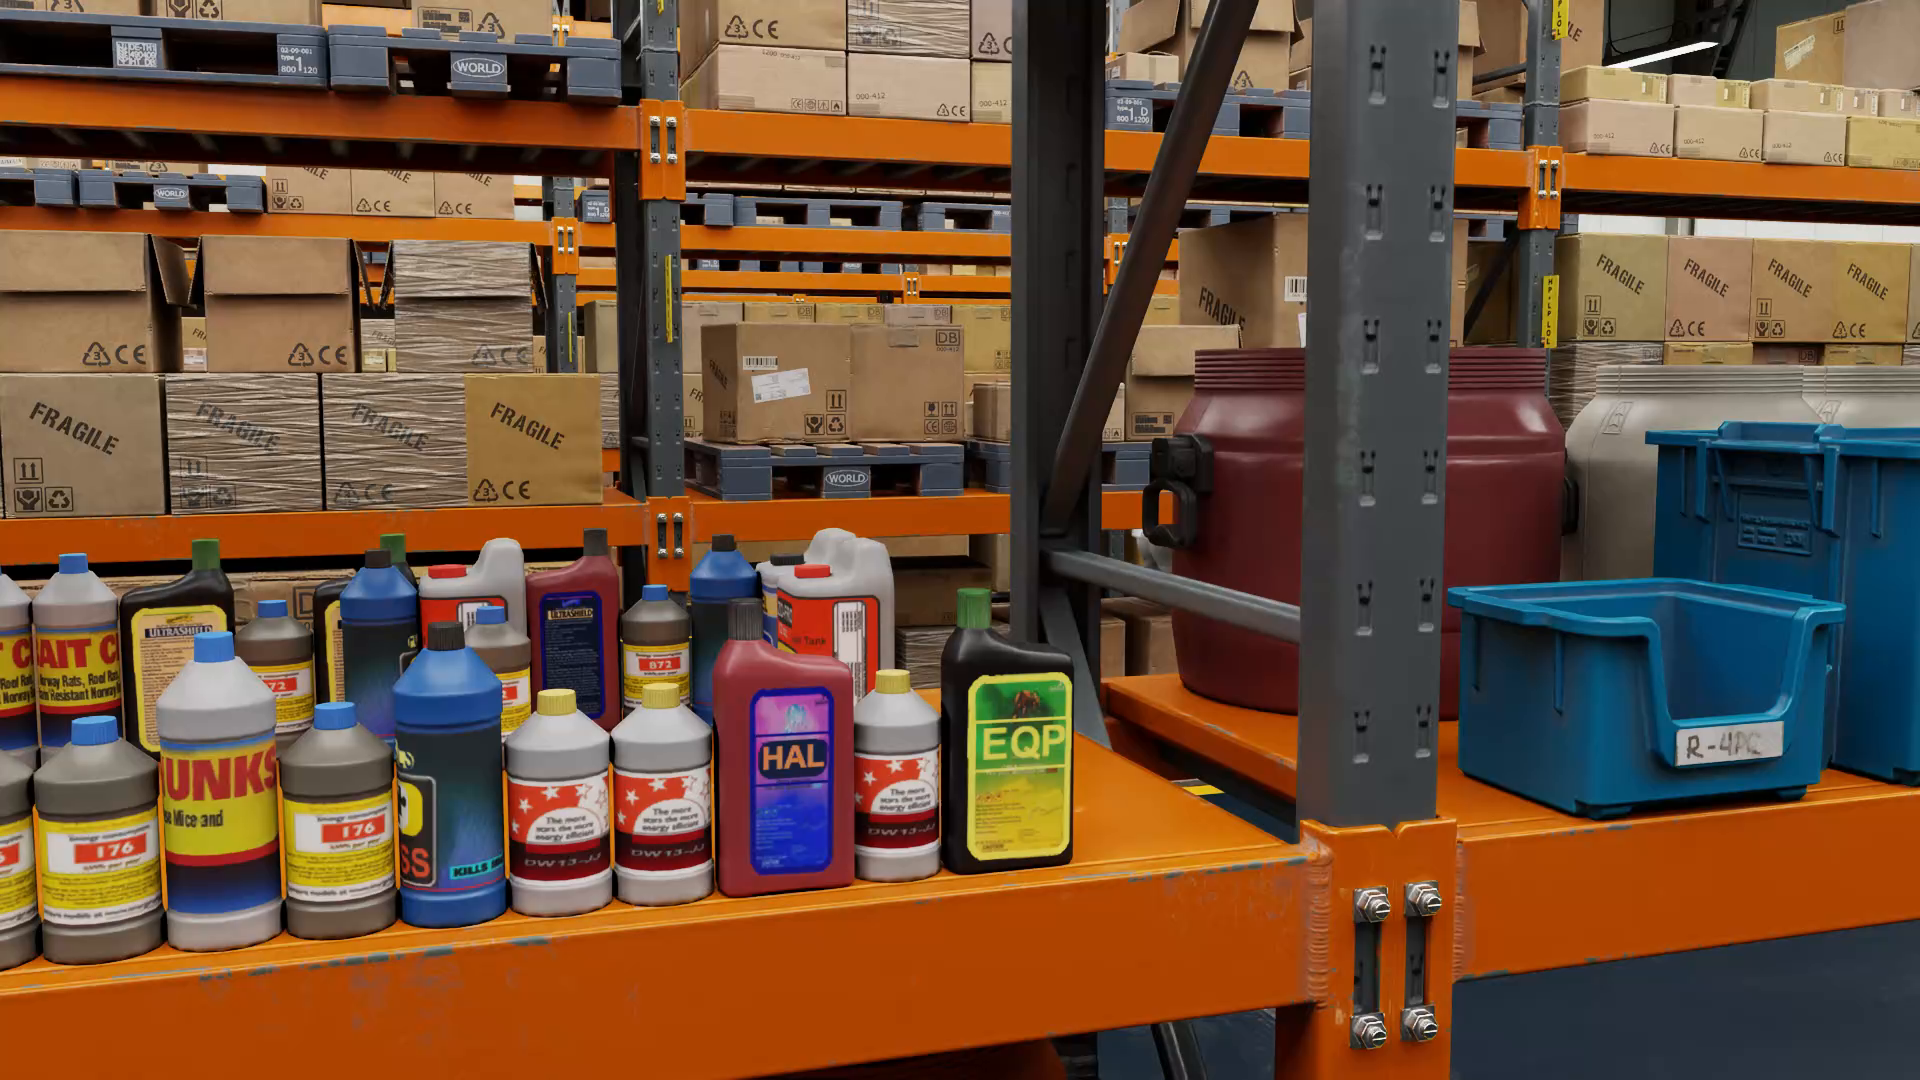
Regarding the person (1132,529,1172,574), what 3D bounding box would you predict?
[{"bbox_3d":[1.258,-0.025,9.429,0.536,1.770,0.524,-2,6,-19],"label":"person"}]
